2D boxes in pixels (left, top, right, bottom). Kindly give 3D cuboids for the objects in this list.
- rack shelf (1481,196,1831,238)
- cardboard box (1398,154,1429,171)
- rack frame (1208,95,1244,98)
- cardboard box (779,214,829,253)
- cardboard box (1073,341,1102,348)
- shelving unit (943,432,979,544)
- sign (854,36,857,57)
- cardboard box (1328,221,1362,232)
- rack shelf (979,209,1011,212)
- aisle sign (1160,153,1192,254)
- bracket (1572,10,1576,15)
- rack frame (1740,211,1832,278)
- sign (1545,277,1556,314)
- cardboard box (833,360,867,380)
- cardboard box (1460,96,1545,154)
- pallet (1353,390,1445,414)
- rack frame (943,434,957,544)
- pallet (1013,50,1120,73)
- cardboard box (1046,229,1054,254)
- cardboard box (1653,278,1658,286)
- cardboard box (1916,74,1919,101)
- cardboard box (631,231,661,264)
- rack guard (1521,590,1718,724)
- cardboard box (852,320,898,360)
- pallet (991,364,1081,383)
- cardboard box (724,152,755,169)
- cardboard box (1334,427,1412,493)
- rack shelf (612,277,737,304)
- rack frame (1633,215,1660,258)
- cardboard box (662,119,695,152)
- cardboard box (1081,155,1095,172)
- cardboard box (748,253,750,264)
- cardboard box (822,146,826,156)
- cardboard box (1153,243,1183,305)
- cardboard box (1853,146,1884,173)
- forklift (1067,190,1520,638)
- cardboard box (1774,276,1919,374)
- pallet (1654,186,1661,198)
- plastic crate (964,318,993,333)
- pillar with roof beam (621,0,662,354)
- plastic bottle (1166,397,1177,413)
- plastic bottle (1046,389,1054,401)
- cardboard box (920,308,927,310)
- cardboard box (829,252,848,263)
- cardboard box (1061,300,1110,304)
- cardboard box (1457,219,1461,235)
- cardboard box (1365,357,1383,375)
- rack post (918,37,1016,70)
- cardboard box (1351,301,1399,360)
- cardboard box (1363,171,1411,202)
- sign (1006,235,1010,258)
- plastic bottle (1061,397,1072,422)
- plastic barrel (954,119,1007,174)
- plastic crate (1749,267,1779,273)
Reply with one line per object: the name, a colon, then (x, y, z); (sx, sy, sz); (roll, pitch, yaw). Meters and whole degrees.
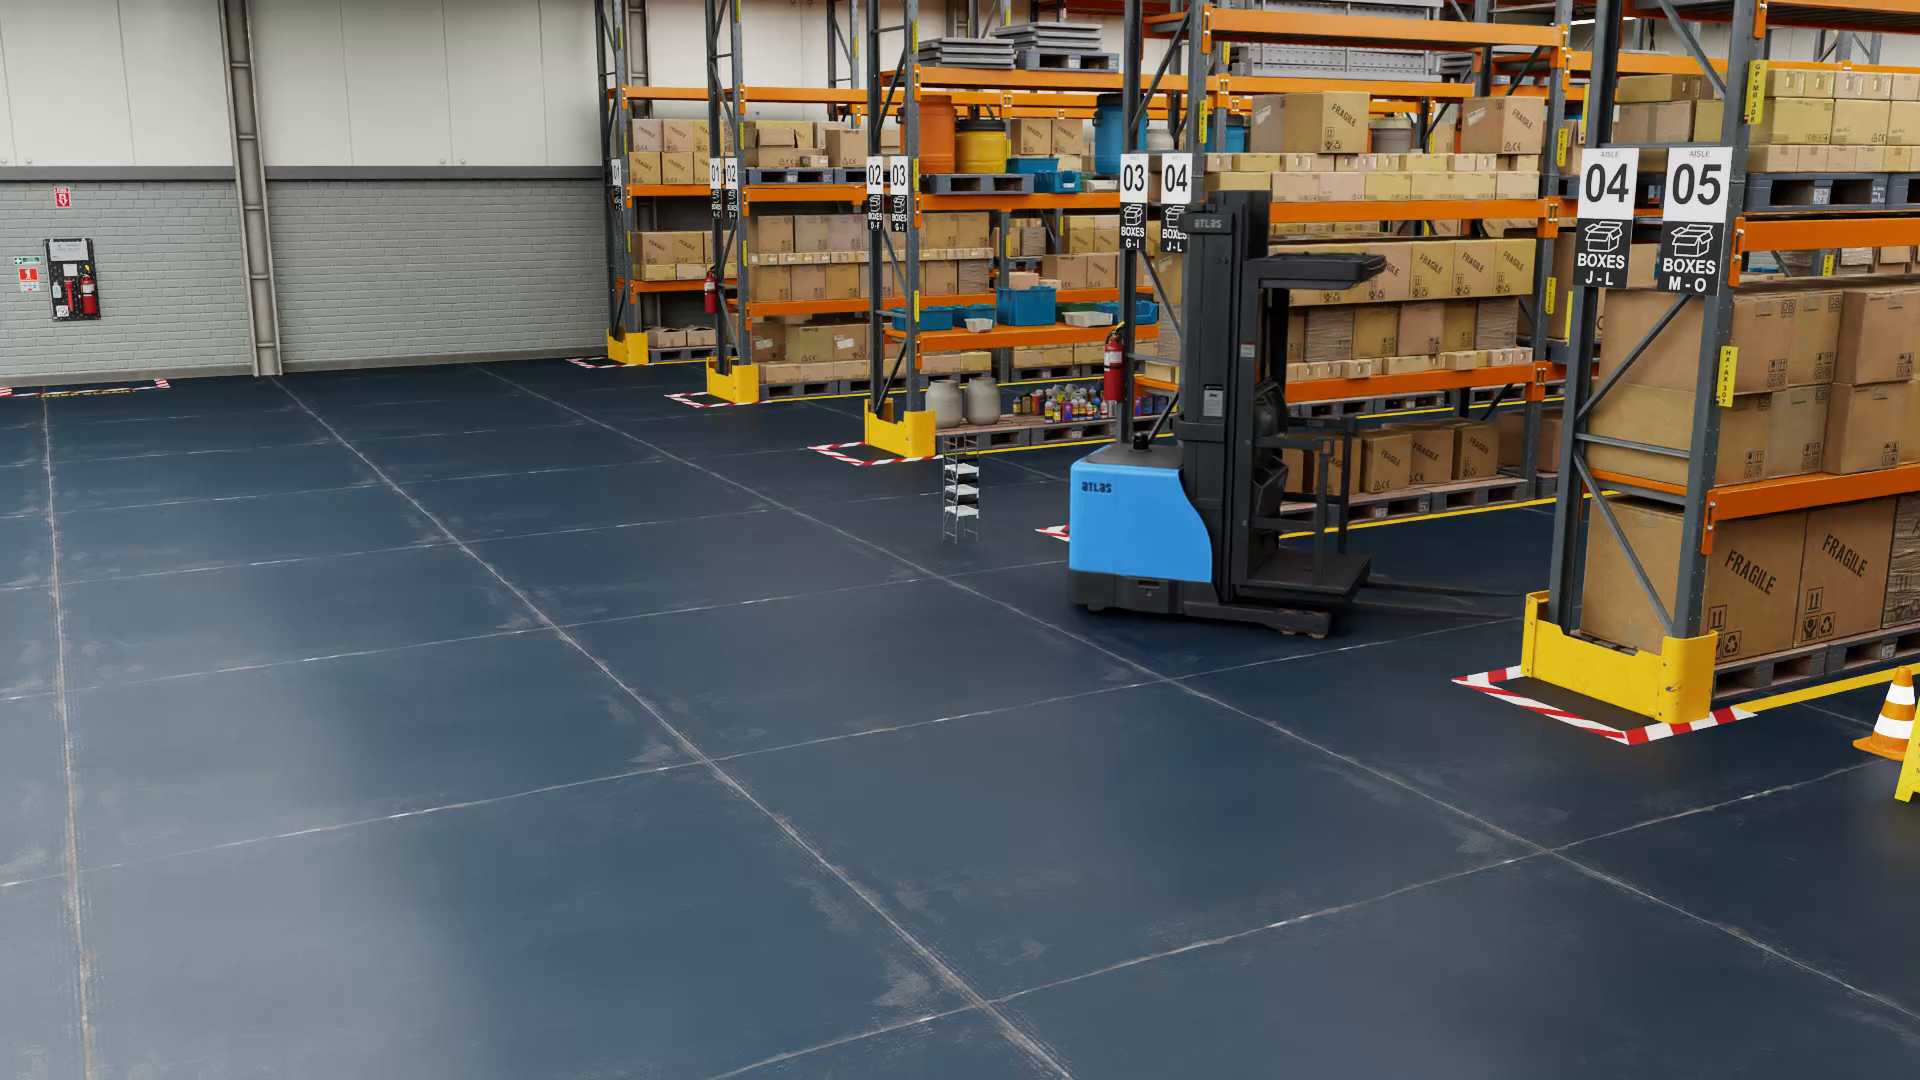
rack shelf: (6.918, -3.253, 16.539); (4.000, 0.370, 1.077); (-7, 14, -28)
cardboard box: (3.861, -3.286, 14.478); (0.250, 0.149, 0.380); (-6, 14, -25)
rack frame: (5.064, -8.563, 31.661); (0.127, 3.000, 1.000); (-7, 14, -28)
cardboard box: (-2.171, -4.209, 22.799); (0.500, 0.500, 0.700); (-7, 15, -29)
cardboard box: (1.796, -3.079, 24.986); (0.500, 0.311, 0.500); (-7, 15, -30)
shelving unit: (0.007, -0.440, 14.014); (0.210, 0.900, 0.258); (-7, 14, -28)
sign: (-1.714, -8.109, 27.337); (0.005, 0.325, 0.100); (-7, 14, -28)
cardboard box: (7.499, -6.069, 33.560); (0.700, 0.700, 0.980); (-7, 14, -28)
rack shelf: (2.174, -5.163, 25.024); (4.000, 0.370, 1.077); (-7, 14, -28)
aisle sign: (1.740, -2.714, 13.414); (0.004, 0.787, 0.394); (-7, 14, -28)
bracket: (13.145, -11.415, 36.136); (0.430, 0.232, 0.235); (-7, 14, -28)
rack frame: (8.673, -2.351, 17.725); (0.127, 3.000, 1.000); (-7, 14, -28)
sign: (5.429, -2.249, 15.299); (0.005, 0.325, 0.100); (-7, 14, -28)
cardboard box: (-1.639, -2.402, 23.256); (0.500, 0.250, 0.500); (-7, 14, -28)
cardboard box: (4.889, -3.735, 14.998); (0.500, 0.500, 0.500); (-7, 15, -30)
pallet: (5.601, -1.871, 21.943); (1.213, 0.211, 1.003); (-7, 14, -28)
rack frame: (-0.082, -0.429, 13.967); (0.006, 0.900, 0.240); (-7, 14, -28)
pallet: (1.006, -5.303, 18.519); (1.213, 0.211, 1.003); (-7, 14, -28)
cardboard box: (1.841, -5.519, 30.850); (0.500, 0.500, 0.500); (-7, 14, -28)
cardboard box: (6.639, -2.386, 16.687); (0.637, 0.503, 0.797); (-5, 14, -22)
cardboard box: (5.501, -2.634, 9.721); (0.250, 0.149, 0.380); (-7, 14, -29)
cardboard box: (-5.157, -4.766, 27.044); (0.500, 0.500, 0.500); (-7, 14, -28)
rack guard: (3.918, 0.679, 9.954); (0.348, 0.500, 1.175); (-7, 14, -28)
cardboard box: (-1.197, -2.819, 23.402); (0.500, 0.500, 0.500); (-7, 14, -28)
pallet: (1.047, -2.565, 25.024); (1.213, 0.211, 1.003); (-7, 14, -28)
cardboard box: (-3.653, -6.048, 27.045); (0.500, 0.500, 0.500); (-6, 14, -24)
cardboard box: (3.785, -0.739, 15.299); (0.500, 0.500, 0.500); (-8, 15, -33)
rack shelf: (-3.714, -4.233, 27.724); (4.000, 0.370, 1.077); (-7, 14, -28)
rack frame: (9.811, -3.727, 23.836); (0.127, 3.000, 1.000); (-7, 14, -28)
cardboard box: (-4.550, -6.420, 26.421); (0.500, 0.500, 0.500); (-7, 14, -29)
cardboard box: (2.126, -5.624, 24.822); (0.500, 0.250, 0.500); (-8, 15, -33)
cardboard box: (-2.848, -3.861, 22.729); (0.250, 0.149, 0.380); (-7, 15, -29)
cardboard box: (-1.720, -5.343, 23.113); (0.500, 0.311, 0.500); (-5, 14, -21)
cardboard box: (2.015, -2.297, 14.300); (0.500, 0.500, 0.500); (-7, 14, -28)
cardboard box: (5.059, -2.192, 9.573); (0.250, 0.149, 0.380); (-7, 14, -27)
forklift: (2.333, -0.901, 11.437); (3.031, 2.935, 1.130); (5, 14, 21)
cardboard box: (5.681, -1.364, 10.536); (0.500, 0.550, 0.875); (-7, 14, -28)
pallet: (6.664, -3.456, 16.231); (1.003, 0.211, 1.213); (-7, 14, -28)
plastic crate: (0.218, -2.368, 18.398); (0.250, 0.136, 0.298); (-7, 14, -28)
pillar with roof beam: (-3.206, -6.711, 23.433); (0.400, 9.000, 9.100); (-7, 14, -28)
plastic bottle: (2.525, -1.660, 19.839); (0.133, 0.283, 0.061); (-6, 14, -25)
plastic bottle: (1.036, -1.663, 19.870); (0.135, 0.276, 0.152); (-7, 15, -29)
cardboard box: (-0.890, -3.934, 29.449); (0.500, 0.500, 0.700); (-7, 15, -29)
cardboard box: (-1.739, -3.893, 22.871); (0.250, 0.149, 0.380); (-7, 15, -30)
cardboard box: (2.261, -4.423, 30.871); (0.750, 0.750, 0.750); (-7, 14, -29)
cardboard box: (8.442, -5.268, 28.179); (0.500, 0.500, 0.500); (-7, 15, -30)
cardboard box: (3.534, -1.562, 14.790); (0.250, 0.149, 0.380); (-7, 14, -28)
rack post: (0.002, -5.202, 17.867); (0.954, 0.300, 0.937); (-5, 14, -22)
cardboard box: (3.432, -1.926, 14.932); (0.500, 0.500, 0.875); (-7, 14, -28)
cardboard box: (3.539, -3.063, 14.398); (0.500, 0.250, 0.500); (-6, 14, -26)
sign: (0.686, -4.194, 23.761); (0.005, 0.325, 0.100); (-7, 14, -28)
plastic bottle: (1.226, -1.505, 19.147); (0.133, 0.283, 0.061); (-7, 14, -27)
plastic barrel: (0.218, -4.369, 18.472); (0.600, 0.588, 0.600); (0, 13, 0)
plastic crate: (12.369, -4.063, 25.576); (0.300, 0.233, 0.416); (-7, 14, -28)
